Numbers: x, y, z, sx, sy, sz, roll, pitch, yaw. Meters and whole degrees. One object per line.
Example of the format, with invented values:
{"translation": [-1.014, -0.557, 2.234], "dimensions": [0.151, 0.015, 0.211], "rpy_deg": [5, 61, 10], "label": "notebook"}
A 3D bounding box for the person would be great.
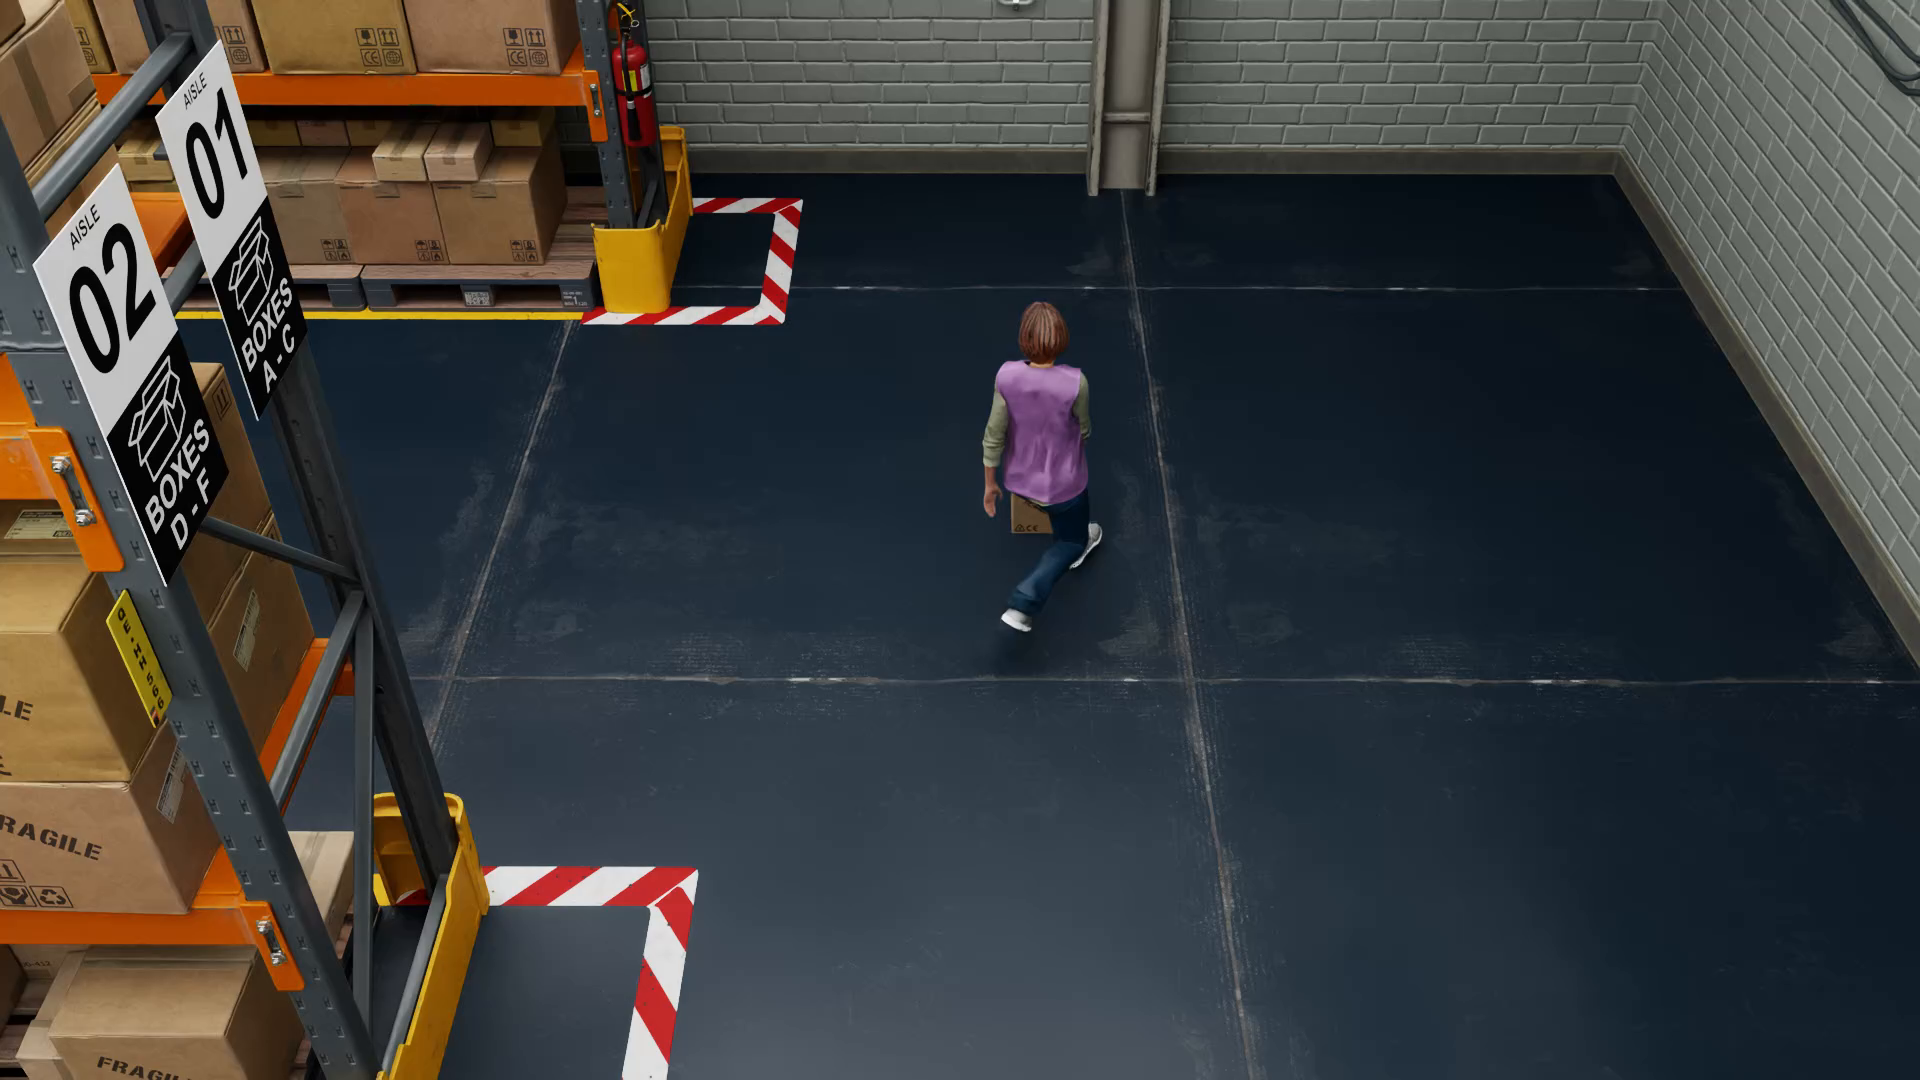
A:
{"translation": [0.385, -0.368, 6.650], "dimensions": [0.440, 1.508, 0.763], "rpy_deg": [15, 42, 17], "label": "person"}
